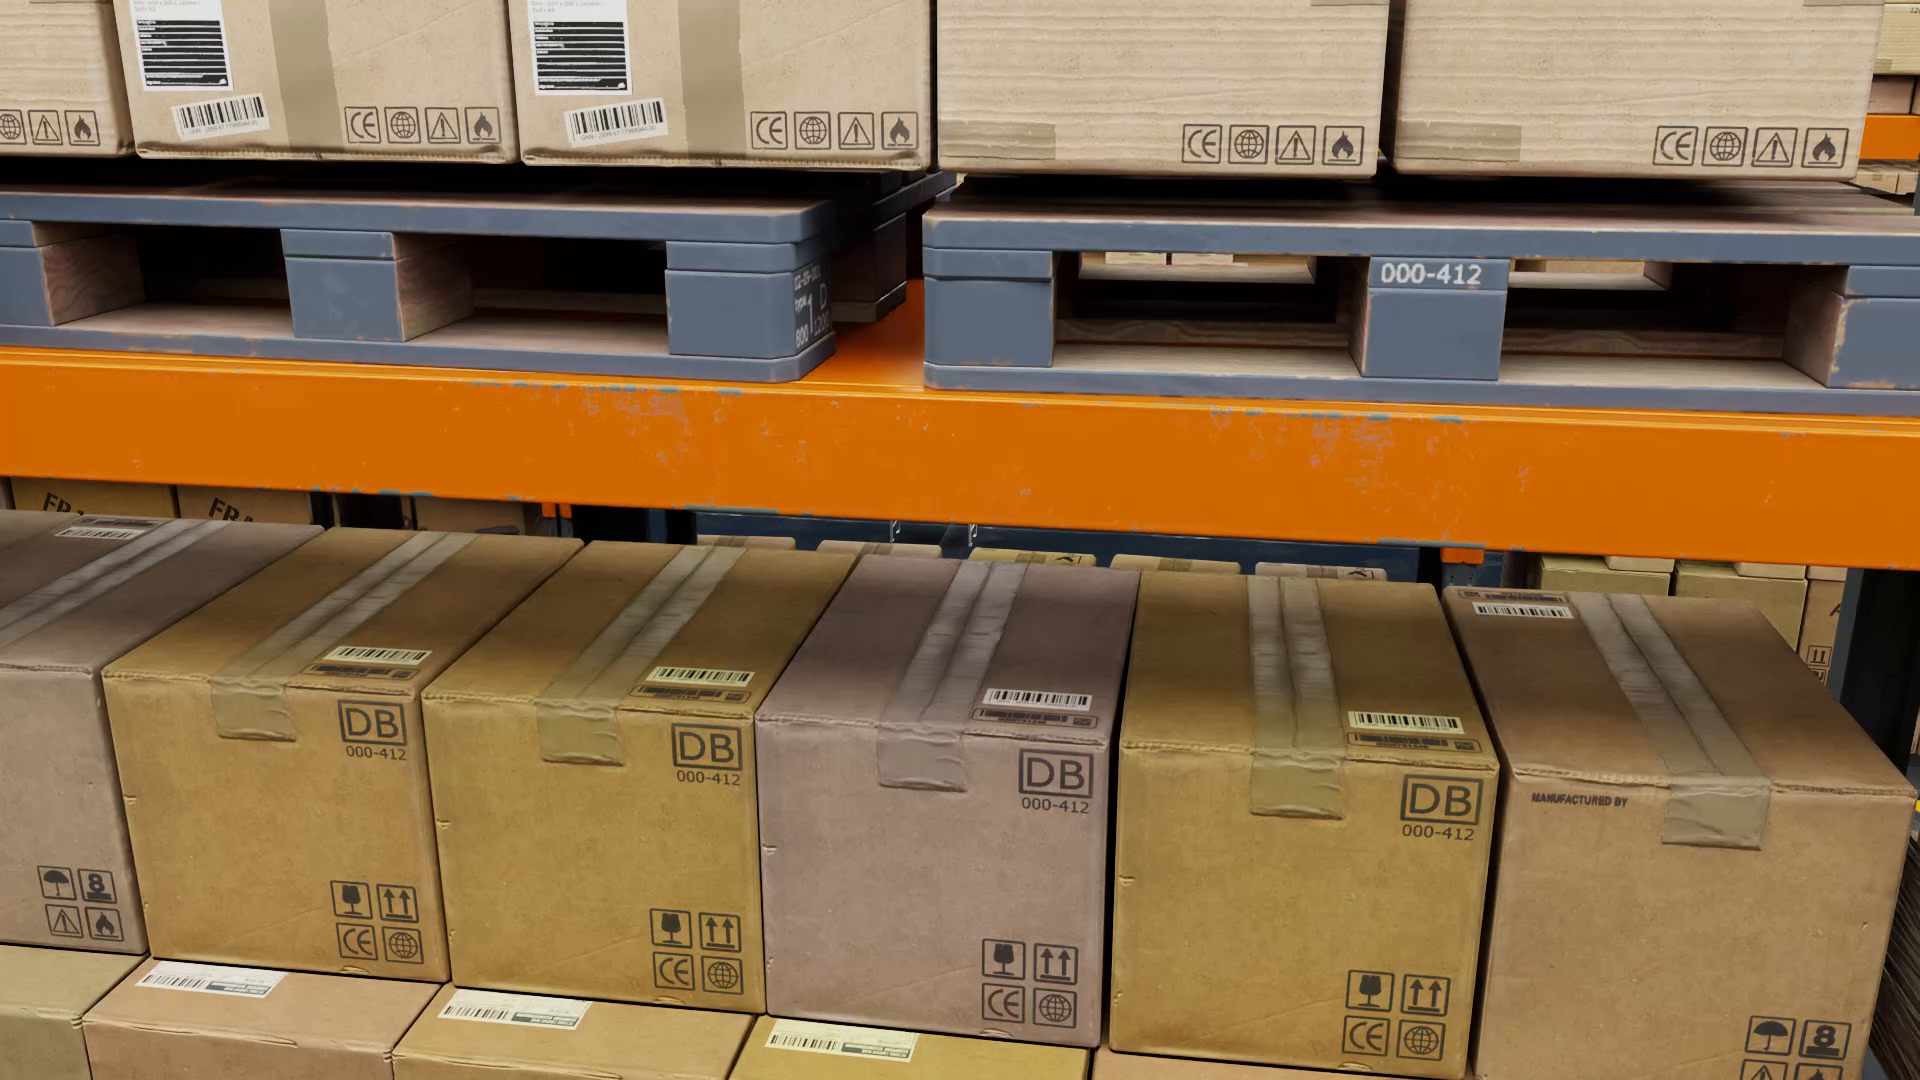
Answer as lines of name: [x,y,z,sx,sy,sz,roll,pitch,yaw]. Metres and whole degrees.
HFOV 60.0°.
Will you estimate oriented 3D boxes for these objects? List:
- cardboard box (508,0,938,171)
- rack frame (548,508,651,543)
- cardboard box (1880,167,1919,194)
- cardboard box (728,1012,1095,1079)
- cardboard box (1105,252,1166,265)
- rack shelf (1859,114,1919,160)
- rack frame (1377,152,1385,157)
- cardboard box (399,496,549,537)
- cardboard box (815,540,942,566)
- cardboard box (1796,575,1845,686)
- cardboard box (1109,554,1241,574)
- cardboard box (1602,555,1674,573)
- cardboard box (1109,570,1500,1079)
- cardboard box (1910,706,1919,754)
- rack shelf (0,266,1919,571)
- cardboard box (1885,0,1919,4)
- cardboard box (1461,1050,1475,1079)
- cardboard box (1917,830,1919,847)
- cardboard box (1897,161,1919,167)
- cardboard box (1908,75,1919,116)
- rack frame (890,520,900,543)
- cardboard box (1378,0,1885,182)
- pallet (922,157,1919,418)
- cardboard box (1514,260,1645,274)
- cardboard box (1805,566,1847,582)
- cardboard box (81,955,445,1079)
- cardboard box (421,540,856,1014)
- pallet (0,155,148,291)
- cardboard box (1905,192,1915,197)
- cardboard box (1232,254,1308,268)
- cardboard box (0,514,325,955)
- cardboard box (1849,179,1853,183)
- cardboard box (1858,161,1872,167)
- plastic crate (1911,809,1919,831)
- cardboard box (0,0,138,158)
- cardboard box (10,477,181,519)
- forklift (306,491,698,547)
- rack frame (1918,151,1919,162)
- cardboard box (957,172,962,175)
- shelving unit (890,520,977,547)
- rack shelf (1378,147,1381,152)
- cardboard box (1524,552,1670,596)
cardboard box: [-0.254,-0.668,2.167,0.500,0.311,0.500,2,19,7]
rack frame: [-1.752,-0.779,7.905,0.127,3.000,1.000,3,19,9]
cardboard box: [6.295,-2.383,11.048,0.250,0.149,0.380,3,19,9]
cardboard box: [-0.044,0.937,2.617,0.500,0.500,0.500,3,19,9]
cardboard box: [0.749,-1.263,7.039,0.250,0.149,0.380,2,19,6]
rack shelf: [4.172,-1.559,6.641,4.000,0.370,1.077,3,19,9]
rack frame: [2.981,-2.133,11.951,0.127,3.000,1.000,3,19,9]
cardboard box: [-2.421,-0.032,8.357,0.875,0.875,0.875,3,19,8]
cardboard box: [-0.466,0.334,8.057,0.625,0.372,0.950,3,19,8]
cardboard box: [3.779,0.335,7.063,0.500,0.500,0.500,4,19,12]
cardboard box: [0.969,0.408,7.835,0.625,0.372,0.950,4,19,12]
cardboard box: [2.851,0.003,7.034,0.250,0.149,0.380,3,19,9]
cardboard box: [0.513,0.408,2.623,0.500,0.500,0.700,3,19,8]
cardboard box: [3.790,0.690,7.184,0.500,0.250,0.500,3,19,8]
rack shelf: [-0.463,-0.204,2.592,4.000,0.370,1.077,3,19,9]
cardboard box: [3.485,-2.103,6.273,0.250,0.149,0.380,2,19,7]
cardboard box: [0.954,0.988,2.465,0.500,0.500,0.500,3,19,8]
cardboard box: [1.871,0.424,2.370,0.550,0.550,0.875,3,19,9]
cardboard box: [6.633,-2.512,11.434,0.250,0.149,0.380,3,19,8]
cardboard box: [3.725,-1.696,6.314,0.250,0.149,0.380,3,19,8]
rack frame: [-0.404,-0.590,10.174,0.015,1.200,0.240,3,19,9]
cardboard box: [0.789,-0.605,2.075,0.500,0.250,0.500,3,19,9]
pallet: [0.599,-0.385,2.299,1.217,0.209,0.805,2,19,6]
cardboard box: [2.597,-1.151,6.812,0.500,0.500,0.700,3,19,8]
cardboard box: [3.625,0.041,6.921,0.250,0.149,0.380,4,19,12]
cardboard box: [-1.037,0.887,2.769,0.500,0.500,0.500,3,19,9]
cardboard box: [-0.485,0.357,2.777,0.500,0.500,0.700,3,19,8]
pallet: [-1.793,-0.541,2.762,1.003,0.211,1.213,4,19,11]
cardboard box: [4.119,-1.086,6.621,0.500,0.500,0.700,3,19,8]
cardboard box: [1.215,-0.942,7.101,0.500,0.500,0.500,3,19,9]
cardboard box: [-1.496,0.306,2.929,0.500,0.500,0.700,3,19,8]
cardboard box: [5.798,-2.423,11.169,0.250,0.149,0.380,3,19,9]
cardboard box: [6.117,-2.544,11.532,0.250,0.149,0.380,3,19,10]
plastic crate: [3.617,1.142,6.763,0.583,0.080,0.402,-3,19,-10]
cardboard box: [-1.263,-0.691,2.330,0.500,0.250,0.500,3,19,10]
cardboard box: [-4.183,-0.123,8.630,0.875,0.875,0.875,3,19,10]
forklift: [-1.187,0.320,4.728,1.130,2.935,3.031,-9,21,-26]
rack frame: [1.512,-1.867,1.701,0.127,3.000,1.000,3,19,9]
cardboard box: [-0.093,-2.726,12.544,0.250,0.149,0.380,3,19,9]
shelving unit: [-0.163,-0.577,10.138,0.503,1.200,0.258,3,19,9]
rack shelf: [0.223,-1.760,7.242,4.000,0.370,1.077,3,19,9]
cardboard box: [2.737,0.285,7.212,0.500,0.500,0.500,4,19,11]
